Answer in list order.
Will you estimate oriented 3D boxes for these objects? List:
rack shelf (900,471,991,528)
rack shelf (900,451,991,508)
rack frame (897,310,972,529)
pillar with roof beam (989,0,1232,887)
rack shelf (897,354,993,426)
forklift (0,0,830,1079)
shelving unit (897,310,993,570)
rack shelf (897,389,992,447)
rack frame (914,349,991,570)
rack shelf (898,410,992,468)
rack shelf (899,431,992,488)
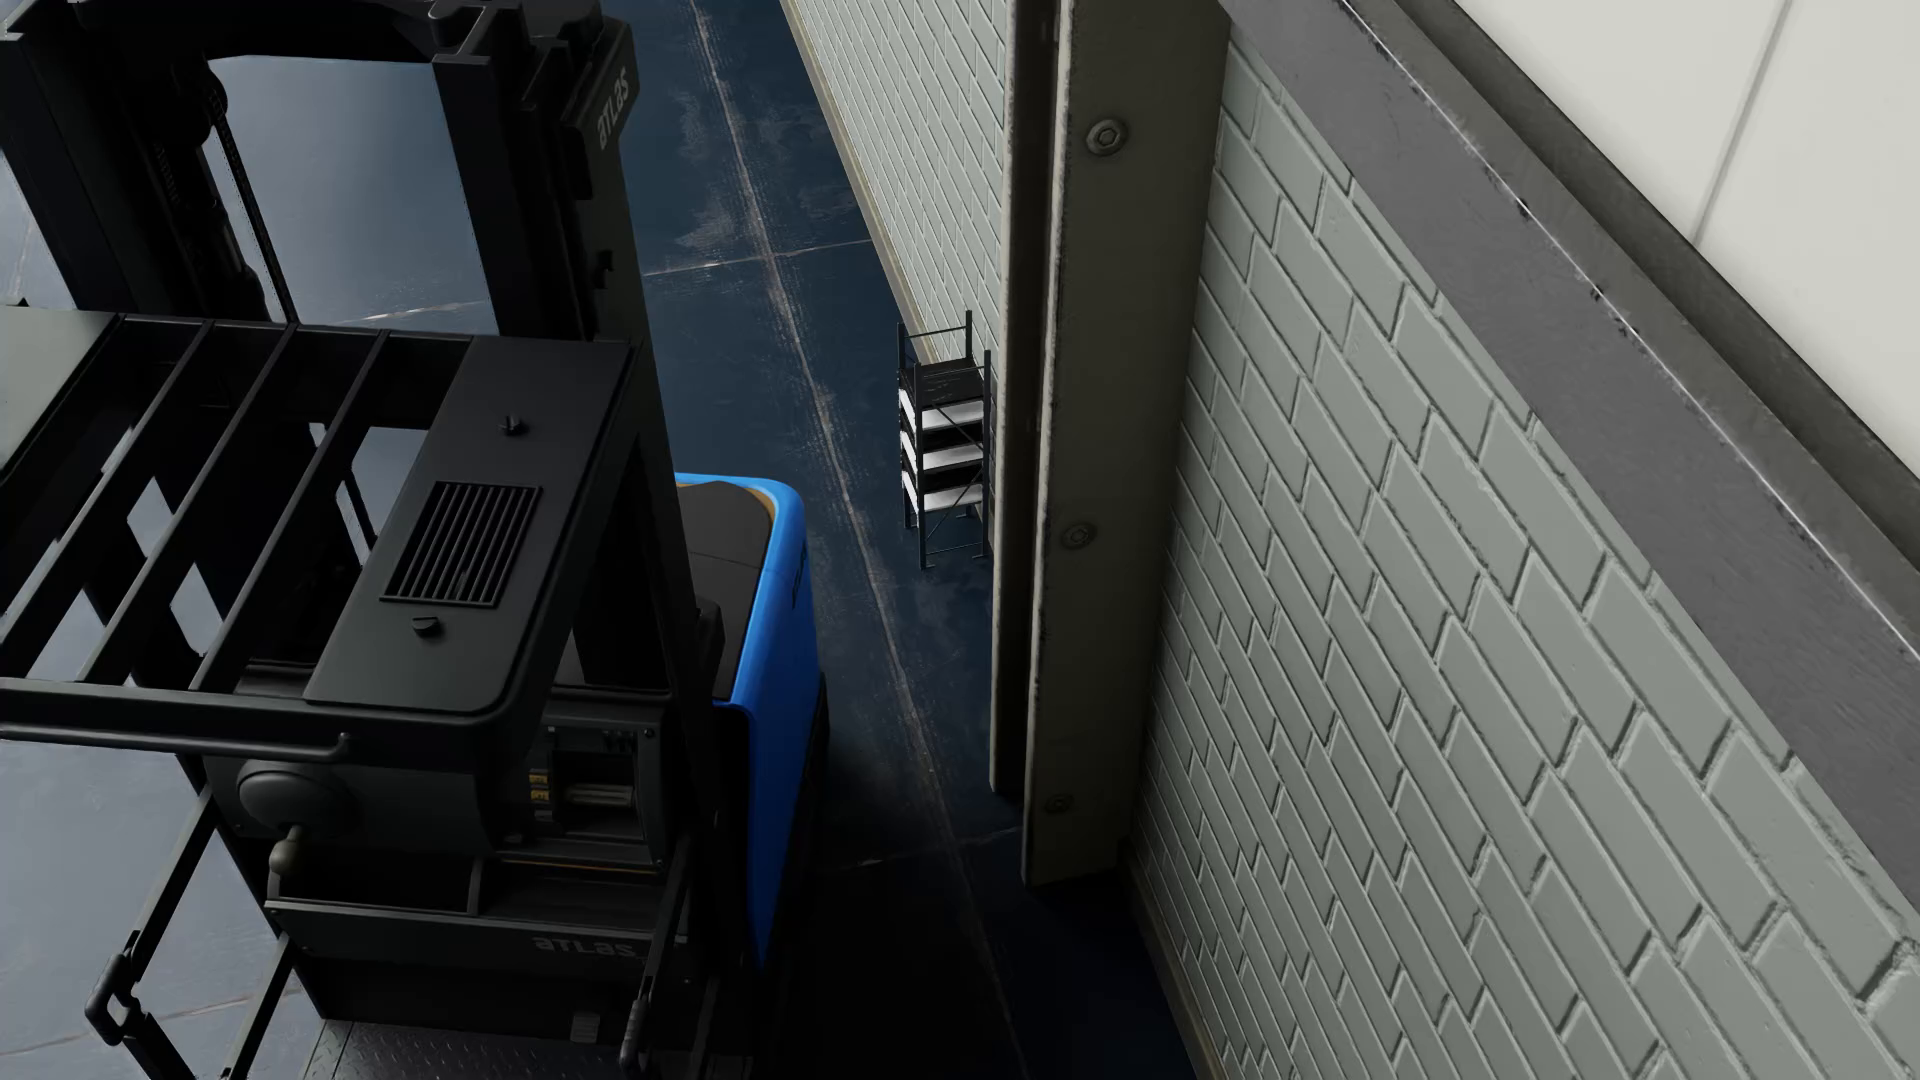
[{"bbox_3d":[-0.049,-0.160,5.576,0.258,0.077,0.200,-12,47,-11],"label":"rack shelf"},{"bbox_3d":[-0.049,-0.223,5.511,0.258,0.077,0.200,-12,47,-11],"label":"rack shelf"},{"bbox_3d":[-0.077,-0.380,5.492,0.240,0.900,0.006,-12,47,-11],"label":"rack frame"},{"bbox_3d":[-3.875,-1.530,0.949,9.100,9.000,0.400,-11,47,-10],"label":"pillar with roof beam"},{"bbox_3d":[-0.050,-0.475,5.254,0.258,0.077,0.200,-12,47,-11],"label":"rack shelf"},{"bbox_3d":[-1.055,0.582,3.127,1.130,2.935,3.031,4,46,4],"label":"forklift"},{"bbox_3d":[-0.049,-0.310,5.423,0.258,0.900,0.210,-12,47,-11],"label":"shelving unit"},{"bbox_3d":[-0.050,-0.412,5.318,0.258,0.077,0.200,-12,47,-11],"label":"rack shelf"},{"bbox_3d":[-0.021,-0.240,5.355,0.240,0.900,0.006,-12,47,-11],"label":"rack frame"},{"bbox_3d":[-0.049,-0.349,5.383,0.258,0.077,0.200,-12,47,-11],"label":"rack shelf"},{"bbox_3d":[-0.049,-0.286,5.447,0.258,0.077,0.200,-12,47,-11],"label":"rack shelf"}]
